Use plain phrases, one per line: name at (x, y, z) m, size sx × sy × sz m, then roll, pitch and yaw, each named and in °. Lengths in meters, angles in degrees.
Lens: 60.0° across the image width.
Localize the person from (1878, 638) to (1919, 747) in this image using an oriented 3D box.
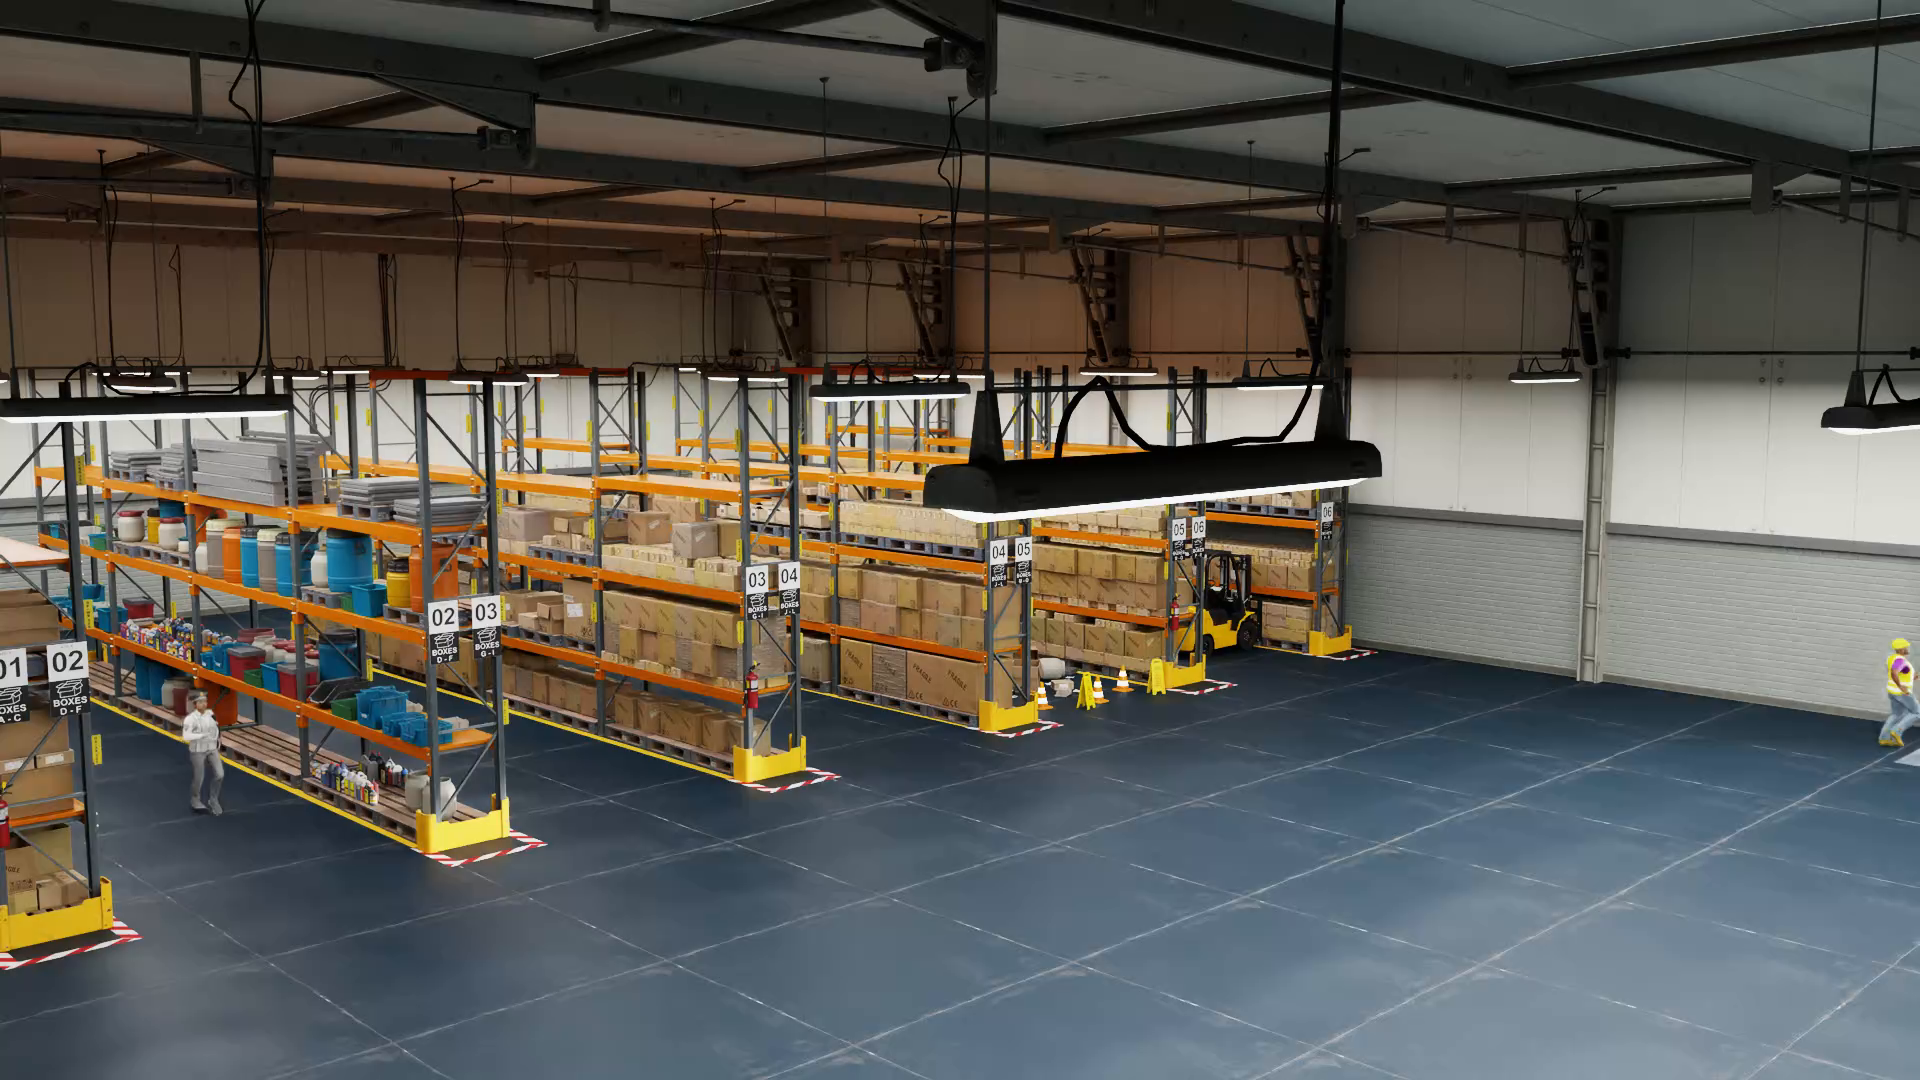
person at (15.124, 2.447, 26.695) m, size 0.667 × 1.739 × 0.690 m, roll 0°, pitch 6°, yaw 3°

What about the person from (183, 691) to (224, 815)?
person at (-10.349, 2.926, 22.802) m, size 0.683 × 1.736 × 0.592 m, roll 5°, pitch 8°, yaw 39°

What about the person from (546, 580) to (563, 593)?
person at (-10.190, 0.822, 41.484) m, size 0.709 × 1.690 × 0.572 m, roll 5°, pitch 8°, yaw 40°
